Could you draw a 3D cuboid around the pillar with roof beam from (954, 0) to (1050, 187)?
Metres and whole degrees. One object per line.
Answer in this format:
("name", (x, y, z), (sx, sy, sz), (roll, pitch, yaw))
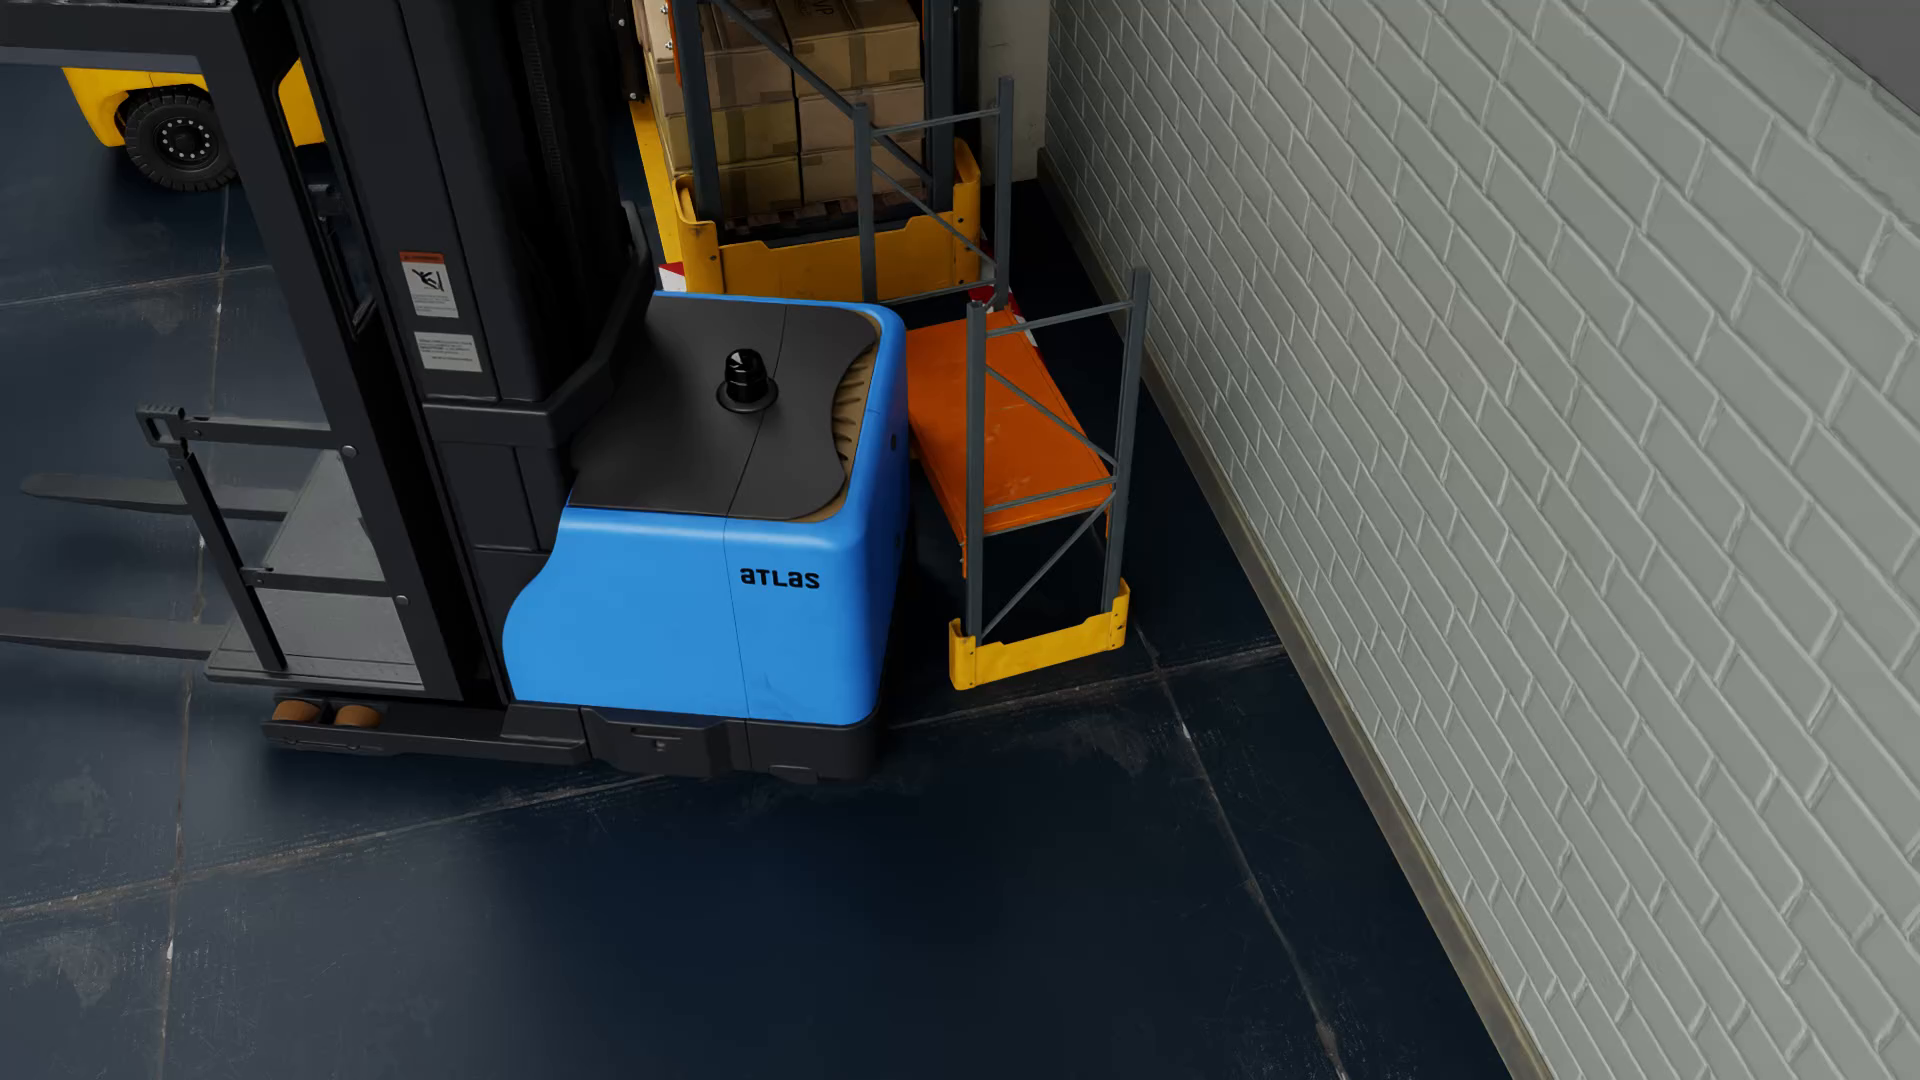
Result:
("pillar with roof beam", (-3.988, -4.069, 3.437), (9.100, 9.000, 0.400), (-11, 47, -10))

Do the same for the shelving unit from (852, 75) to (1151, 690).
("shelving unit", (0.087, -0.476, 5.167), (0.587, 1.500, 1.083), (-14, 47, -13))

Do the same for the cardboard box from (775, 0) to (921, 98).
("cardboard box", (-0.460, -2.011, 6.552), (0.500, 0.250, 0.500), (-11, 47, -11))

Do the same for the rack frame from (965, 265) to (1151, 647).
("rack frame", (0.258, -0.128, 4.825), (0.500, 1.500, 0.032), (-14, 47, -13))

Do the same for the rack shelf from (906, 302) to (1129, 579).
("rack shelf", (0.090, -0.344, 5.289), (0.538, 0.185, 1.000), (-14, 47, -13))

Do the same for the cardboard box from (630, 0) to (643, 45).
("cardboard box", (-1.217, -2.450, 7.332), (0.500, 0.250, 0.500), (-12, 47, -11))

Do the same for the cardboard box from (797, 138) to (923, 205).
("cardboard box", (-0.456, -1.670, 6.917), (0.500, 0.250, 0.500), (-11, 47, -10))

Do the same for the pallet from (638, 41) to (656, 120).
("pallet", (-1.065, -2.495, 8.048), (1.003, 0.211, 1.213), (-11, 47, -10))

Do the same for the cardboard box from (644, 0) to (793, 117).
("cardboard box", (-0.939, -1.906, 6.449), (0.500, 0.250, 0.500), (-9, 46, -9))

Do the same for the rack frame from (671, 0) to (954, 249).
("rack frame", (-0.520, -2.110, 5.718), (1.000, 3.000, 0.127), (-11, 47, -10))

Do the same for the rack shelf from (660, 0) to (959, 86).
("rack shelf", (-1.032, -3.239, 7.328), (1.077, 0.370, 4.000), (-11, 47, -10))

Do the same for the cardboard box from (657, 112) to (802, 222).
("cardboard box", (-0.945, -1.562, 6.811), (0.500, 0.250, 0.500), (-10, 46, -10))

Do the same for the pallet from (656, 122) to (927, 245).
("pallet", (-0.756, -1.655, 7.224), (1.003, 0.211, 1.213), (-11, 47, -10))

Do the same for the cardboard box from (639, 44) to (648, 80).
("cardboard box", (-1.183, -2.254, 7.490), (0.500, 0.250, 0.500), (-10, 46, -10))

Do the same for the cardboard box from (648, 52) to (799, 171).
("cardboard box", (-0.947, -1.749, 6.645), (0.500, 0.250, 0.500), (-11, 47, -11))

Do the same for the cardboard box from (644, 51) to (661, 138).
("cardboard box", (-1.064, -1.907, 7.149), (0.500, 0.250, 0.500), (-11, 47, -10))

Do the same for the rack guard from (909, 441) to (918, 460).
("rack guard", (-0.077, -0.375, 5.942), (0.587, 0.250, 0.087), (-14, 47, -13))

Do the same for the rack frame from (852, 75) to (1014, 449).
("rack frame", (-0.077, -0.813, 5.497), (0.500, 1.500, 0.032), (-14, 47, -13))

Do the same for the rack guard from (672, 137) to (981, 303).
("rack guard", (-0.514, -1.219, 6.594), (1.175, 0.500, 0.348), (-11, 47, -10))

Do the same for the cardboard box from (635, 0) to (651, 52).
("cardboard box", (-1.076, -2.257, 6.793), (0.500, 0.250, 0.500), (-10, 46, -10))

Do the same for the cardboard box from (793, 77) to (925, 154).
("cardboard box", (-0.439, -1.833, 6.727), (0.500, 0.250, 0.500), (-10, 46, -10))

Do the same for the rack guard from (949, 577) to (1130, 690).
("rack guard", (0.251, 0.297, 5.284), (0.587, 0.250, 0.087), (-14, 47, -13))

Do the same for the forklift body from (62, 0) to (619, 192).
("forklift body", (-2.769, -2.789, 6.977), (2.313, 2.155, 1.214), (-11, 47, -10))

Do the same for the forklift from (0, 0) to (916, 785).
("forklift", (-1.697, -0.737, 4.420), (3.031, 2.935, 1.130), (4, 46, 4))

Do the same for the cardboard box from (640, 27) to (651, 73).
("cardboard box", (-1.065, -2.097, 6.986), (0.500, 0.250, 0.500), (-11, 47, -11))
